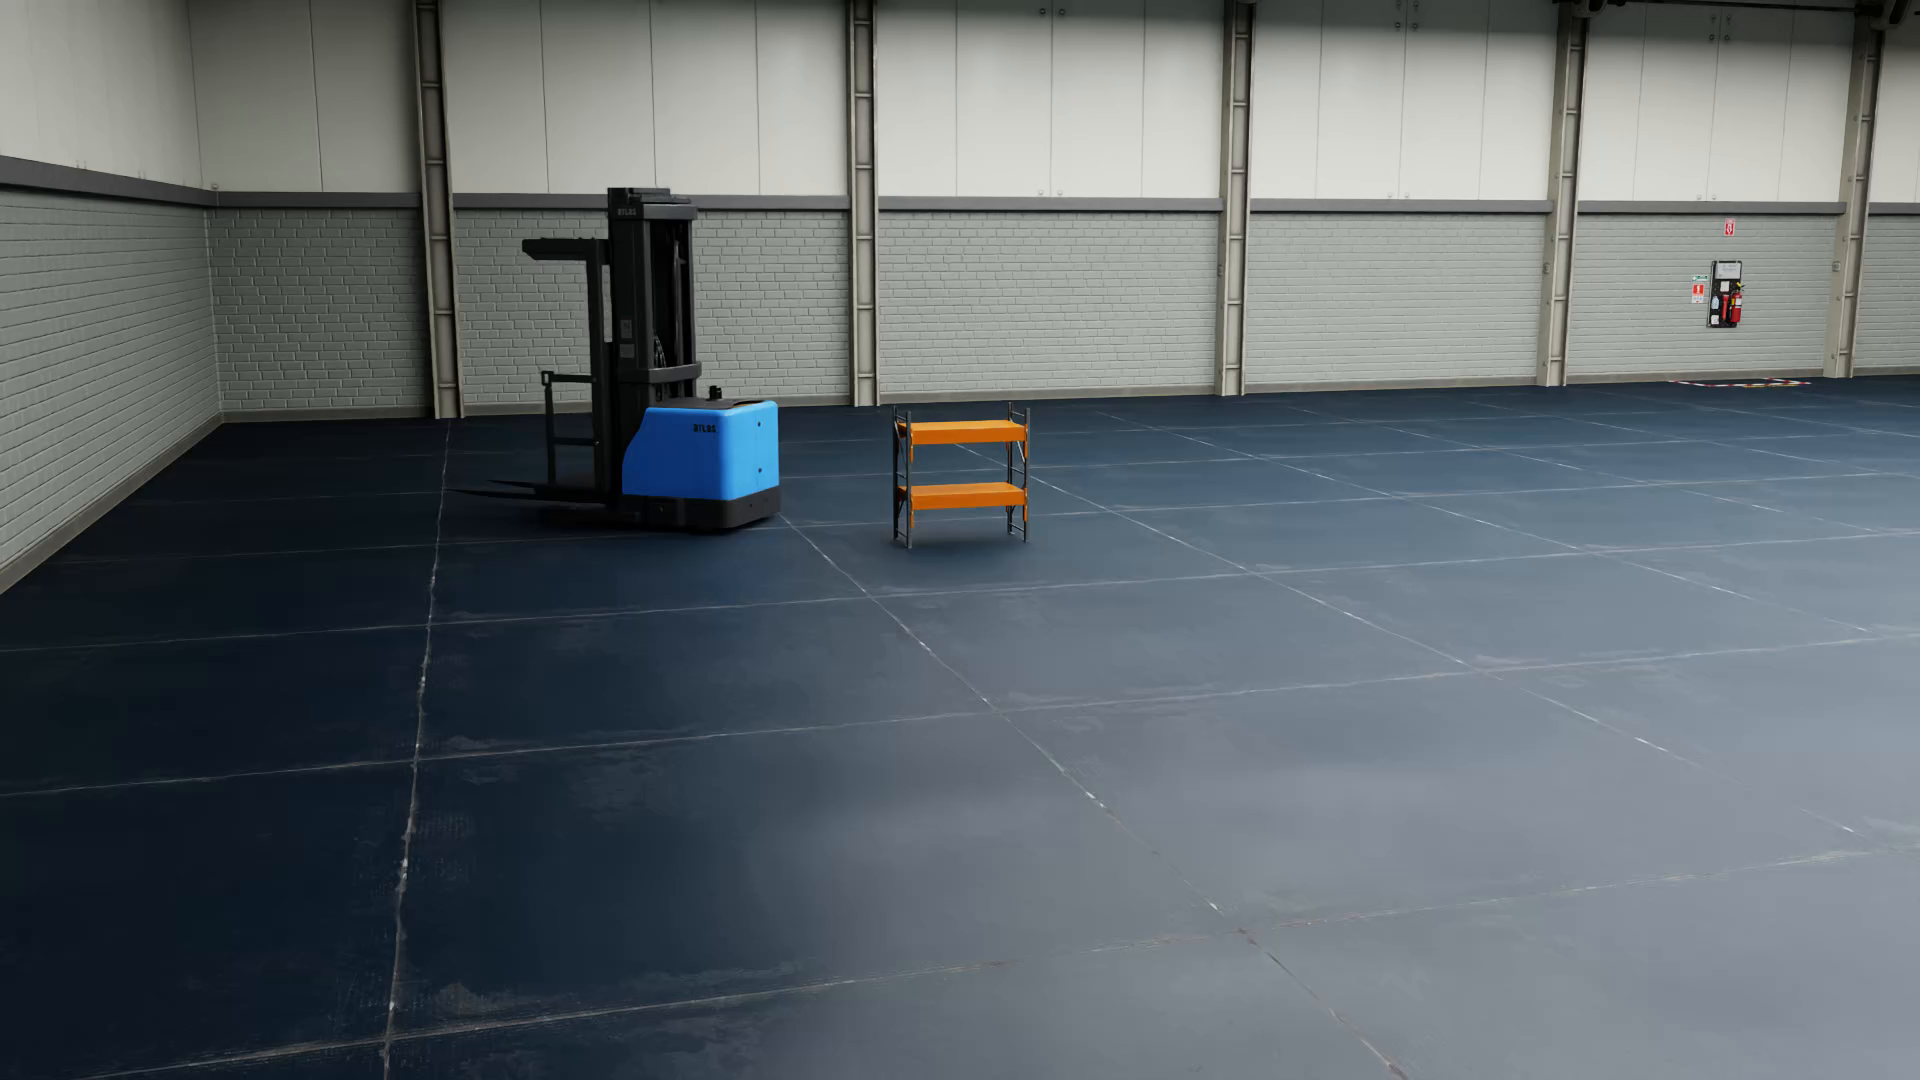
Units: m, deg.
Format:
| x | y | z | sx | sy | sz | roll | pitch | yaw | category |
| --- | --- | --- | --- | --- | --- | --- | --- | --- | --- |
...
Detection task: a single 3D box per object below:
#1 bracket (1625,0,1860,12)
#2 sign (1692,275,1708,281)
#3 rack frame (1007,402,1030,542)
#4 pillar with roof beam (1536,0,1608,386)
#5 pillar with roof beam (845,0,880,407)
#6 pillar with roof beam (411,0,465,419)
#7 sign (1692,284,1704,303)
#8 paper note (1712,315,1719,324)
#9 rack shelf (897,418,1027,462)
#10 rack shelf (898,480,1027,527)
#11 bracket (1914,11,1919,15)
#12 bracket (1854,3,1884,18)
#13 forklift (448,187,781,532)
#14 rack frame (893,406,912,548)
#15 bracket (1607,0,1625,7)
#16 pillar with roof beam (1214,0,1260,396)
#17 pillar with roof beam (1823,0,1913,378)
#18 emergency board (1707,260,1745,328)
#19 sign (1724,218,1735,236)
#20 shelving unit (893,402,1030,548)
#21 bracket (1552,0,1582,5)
| x | y | z | sx | sy | sz | roll | pitch | yaw | category |
| --- | --- | --- | --- | --- | --- | --- | --- | --- | --- |
| 13.059 | -8.928 | 27.745 | 4.783 | 0.066 | 0.076 | -3 | 11 | -16 | bracket |
| 12.912 | -4.569 | 29.020 | 0.331 | 0.109 | 0.001 | -3 | 11 | -16 | sign |
| 0.495 | -0.579 | 14.086 | 0.032 | 1.125 | 0.500 | -3 | 11 | -16 | rack frame |
| 11.291 | -6.319 | 23.519 | 0.548 | 9.000 | 9.100 | -3 | 11 | -16 | pillar with roof beam |
| -0.231 | -5.712 | 20.221 | 0.400 | 9.000 | 9.100 | -3 | 11 | -16 | pillar with roof beam |
| -5.992 | -5.409 | 18.571 | 0.400 | 9.000 | 9.100 | -3 | 11 | -16 | pillar with roof beam |
| 12.905 | -4.310 | 29.076 | 0.234 | 0.329 | 0.001 | -3 | 11 | -16 | sign |
| 13.276 | -3.872 | 29.230 | 0.142 | 0.148 | 0.016 | -3 | 11 | -16 | paper note |
| 0.006 | -0.841 | 13.894 | 1.000 | 0.278 | 0.538 | -3 | 11 | -16 | rack shelf |
| 0.006 | -0.313 | 13.991 | 1.000 | 0.278 | 0.538 | -3 | 11 | -16 | rack shelf |
| 18.820 | -9.231 | 29.395 | 4.783 | 0.066 | 0.076 | -3 | 11 | -16 | bracket |
| 15.549 | -9.059 | 28.458 | 0.430 | 0.232 | 0.235 | -3 | 11 | -16 | bracket |
| -3.194 | -1.651 | 14.918 | 3.031 | 2.935 | 1.130 | 4 | 11 | 20 | forklift |
| -0.482 | -0.528 | 13.807 | 0.032 | 1.125 | 0.500 | -3 | 11 | -16 | rack frame |
| 10.585 | -8.797 | 27.037 | 0.430 | 0.232 | 0.235 | -3 | 11 | -16 | bracket |
| 5.530 | -6.016 | 21.870 | 0.548 | 9.000 | 9.100 | -3 | 11 | -16 | pillar with roof beam |
| 17.052 | -6.623 | 25.168 | 0.548 | 9.000 | 9.100 | -3 | 11 | -16 | pillar with roof beam |
| 13.465 | -4.303 | 29.133 | 0.643 | 1.169 | 0.194 | -3 | 11 | -16 | emergency board |
| 13.429 | -5.460 | 29.015 | 0.199 | 0.298 | 0.001 | -3 | 11 | -16 | sign |
| 0.006 | -0.554 | 13.947 | 1.048 | 1.125 | 0.538 | -3 | 11 | -16 | shelving unit |
| 9.788 | -8.755 | 26.809 | 0.430 | 0.232 | 0.235 | -3 | 11 | -16 | bracket |
